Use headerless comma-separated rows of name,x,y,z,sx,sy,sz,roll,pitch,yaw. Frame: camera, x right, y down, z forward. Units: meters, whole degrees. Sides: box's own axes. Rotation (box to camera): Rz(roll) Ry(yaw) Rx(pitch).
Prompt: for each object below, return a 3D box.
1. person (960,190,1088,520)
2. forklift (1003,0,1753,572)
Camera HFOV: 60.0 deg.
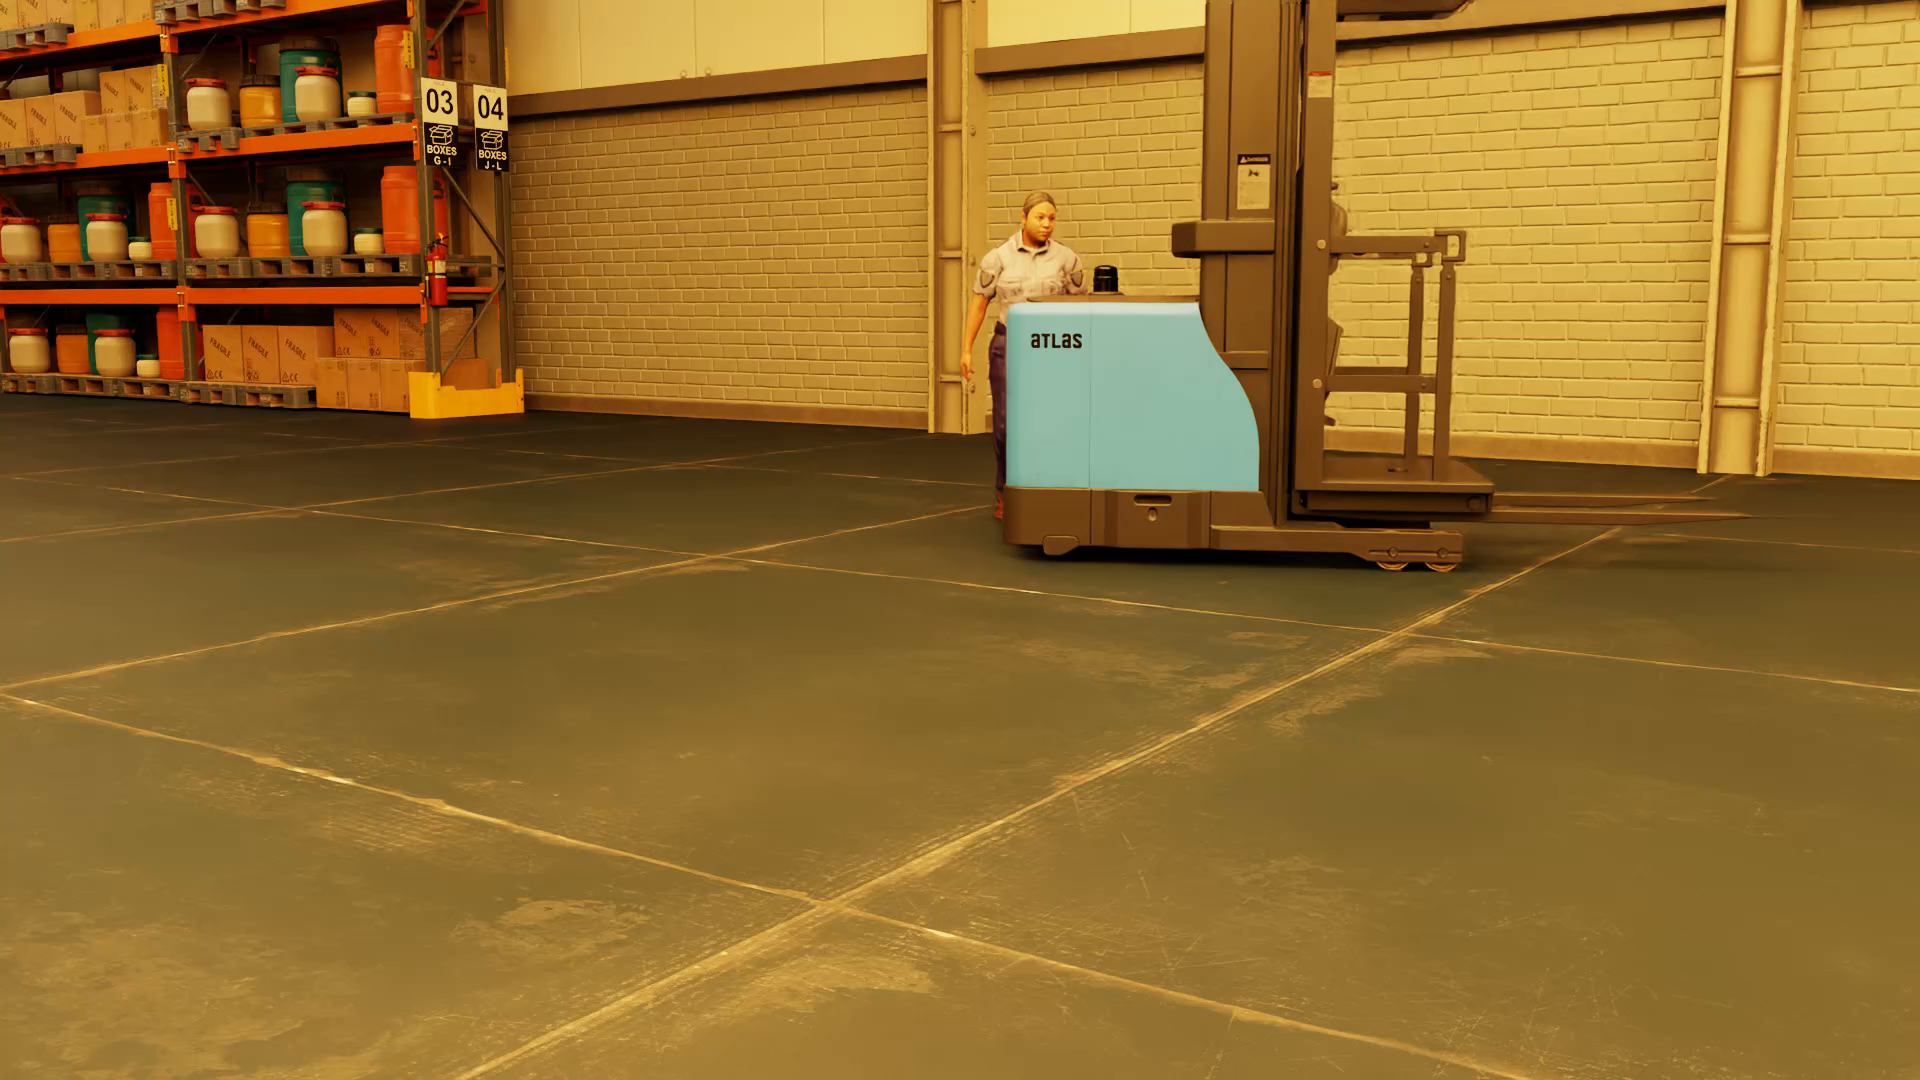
person,0.404,-0.914,8.316,0.805,1.624,0.374,0,8,-3
forklift,1.742,-1.403,7.061,3.031,2.935,1.130,1,8,8
